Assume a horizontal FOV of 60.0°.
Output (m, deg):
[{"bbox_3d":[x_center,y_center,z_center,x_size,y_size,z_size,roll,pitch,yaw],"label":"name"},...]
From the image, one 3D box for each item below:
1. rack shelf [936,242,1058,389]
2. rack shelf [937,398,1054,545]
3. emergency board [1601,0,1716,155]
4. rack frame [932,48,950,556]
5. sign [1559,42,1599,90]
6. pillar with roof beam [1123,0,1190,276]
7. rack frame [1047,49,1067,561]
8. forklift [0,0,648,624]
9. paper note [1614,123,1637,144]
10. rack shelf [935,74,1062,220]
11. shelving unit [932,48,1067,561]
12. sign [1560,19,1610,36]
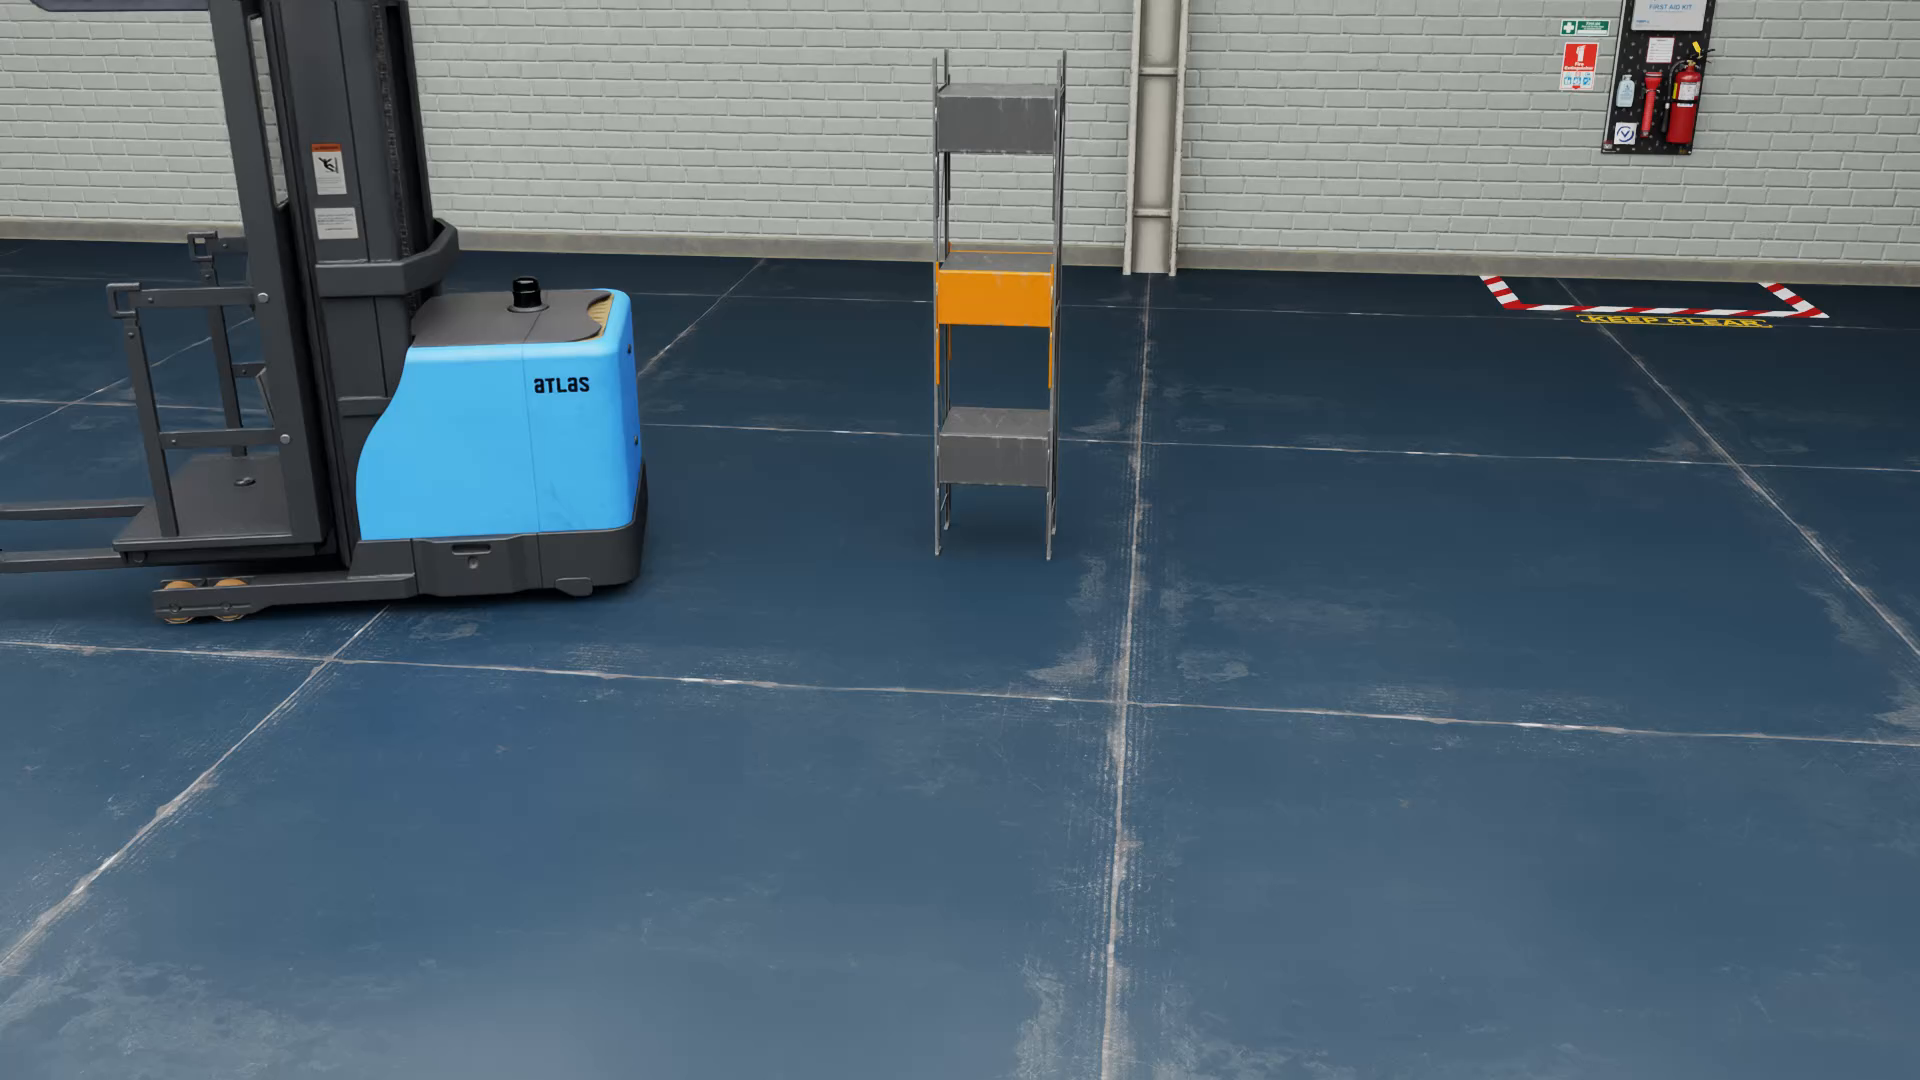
[{"bbox_3d":[0.164,-0.957,7.041,0.480,0.518,0.431,2,22,6],"label":"rack shelf"},{"bbox_3d":[0.164,-0.306,7.298,0.480,0.518,0.431,2,22,6],"label":"rack shelf"},{"bbox_3d":[4.947,-3.296,11.697,0.643,1.169,0.194,2,22,6],"label":"emergency board"},{"bbox_3d":[-0.078,-0.980,7.062,0.015,2.100,0.400,2,22,6],"label":"rack frame"},{"bbox_3d":[4.410,-3.374,11.846,0.234,0.329,0.001,2,22,6],"label":"sign"},{"bbox_3d":[0.931,-4.653,6.969,0.400,9.000,9.100,2,22,6],"label":"pillar with roof beam"},{"bbox_3d":[0.407,-0.959,7.009,0.015,2.100,0.400,2,22,6],"label":"rack frame"},{"bbox_3d":[-2.885,-1.237,6.582,3.031,2.935,1.130,-3,22,-7],"label":"forklift"},{"bbox_3d":[4.779,-2.919,11.942,0.142,0.148,0.016,2,22,6],"label":"paper note"},{"bbox_3d":[0.164,-1.608,6.783,0.480,0.518,0.431,2,22,6],"label":"rack shelf"},{"bbox_3d":[0.164,-0.969,7.036,0.503,2.100,0.431,2,22,6],"label":"shelving unit"},{"bbox_3d":[4.413,-3.617,11.740,0.331,0.109,0.001,2,22,6],"label":"sign"}]
